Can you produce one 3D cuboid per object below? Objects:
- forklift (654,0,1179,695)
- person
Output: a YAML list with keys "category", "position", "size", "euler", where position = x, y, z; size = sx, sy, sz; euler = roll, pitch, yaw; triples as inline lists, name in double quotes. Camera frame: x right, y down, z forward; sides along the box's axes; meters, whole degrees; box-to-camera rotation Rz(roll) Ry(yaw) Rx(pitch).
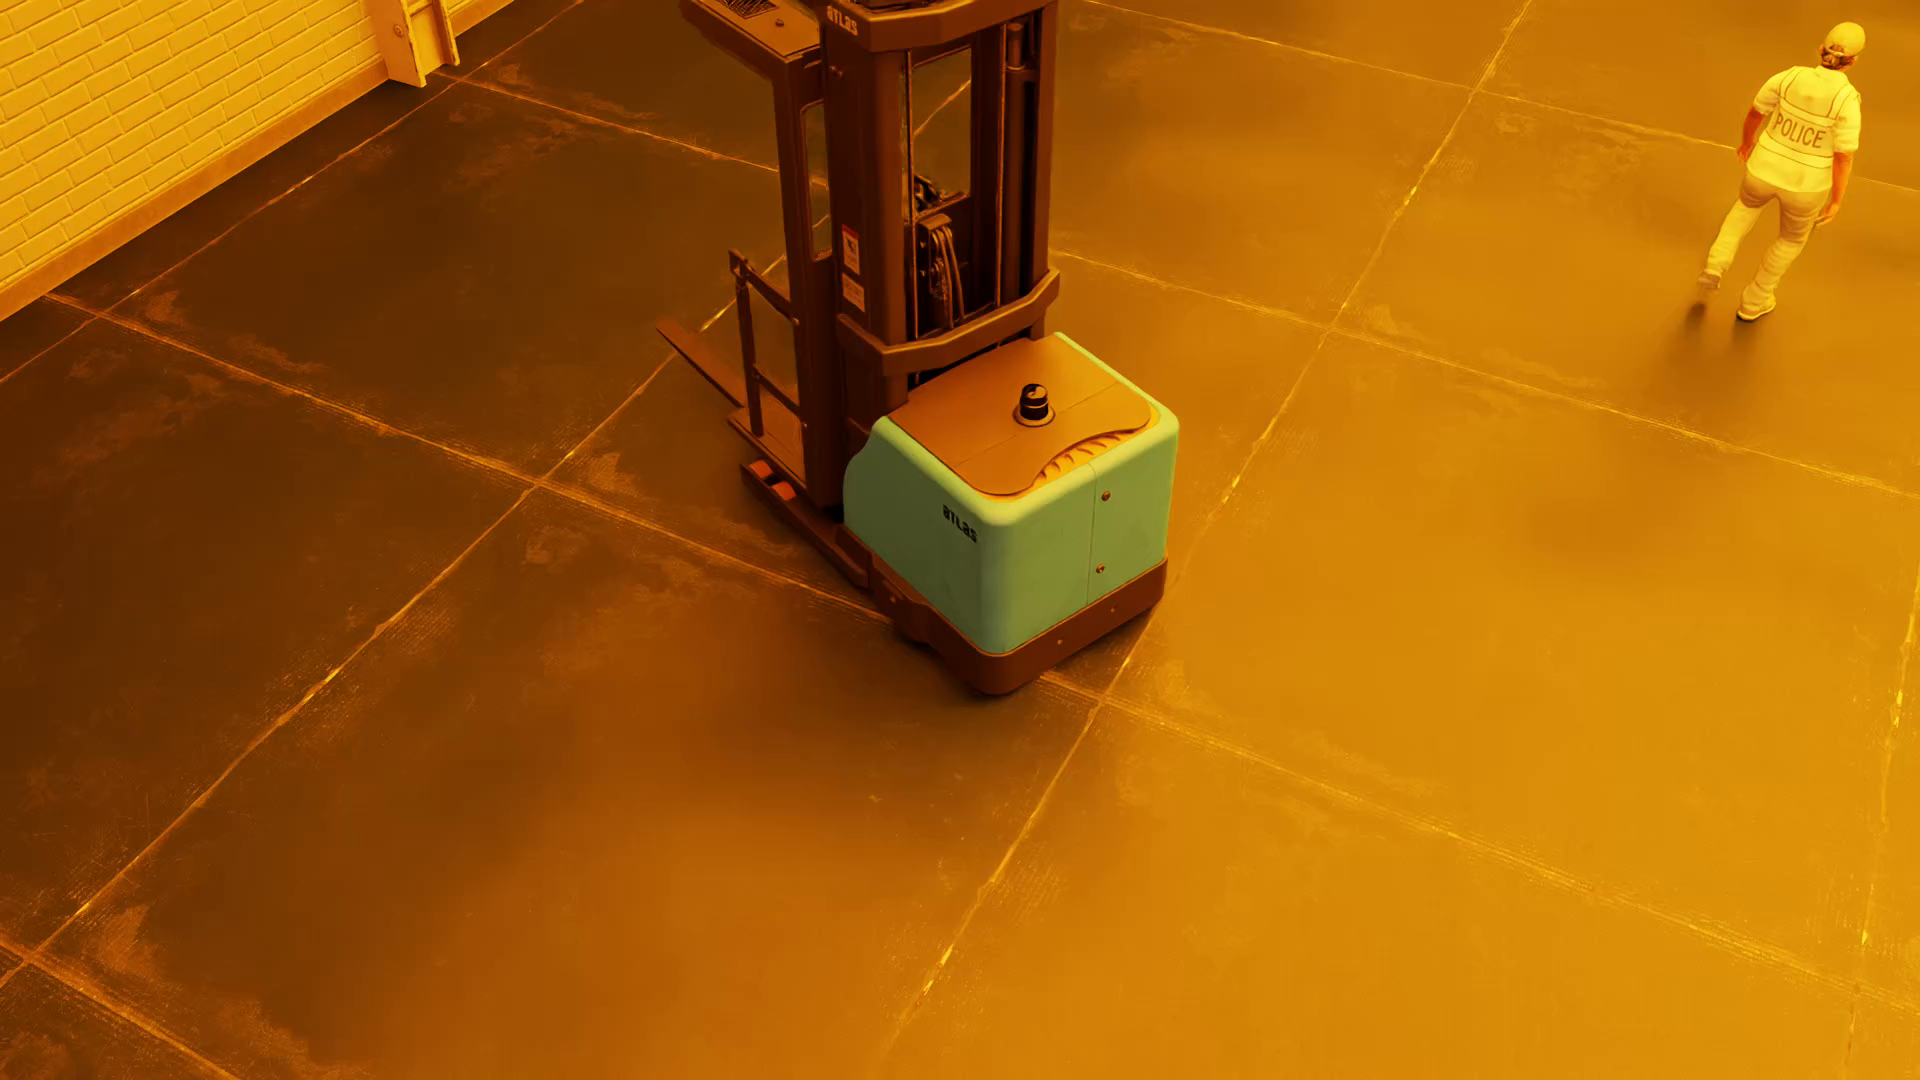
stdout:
- category: "forklift"
  position: [-0.396, -1.370, 7.108]
  size: [1.130, 2.935, 3.031]
  euler: [-28, 50, -27]
- category: "person"
  position: [4.304, -1.904, 8.616]
  size: [0.463, 1.645, 0.636]
  euler: [-34, 53, -30]
